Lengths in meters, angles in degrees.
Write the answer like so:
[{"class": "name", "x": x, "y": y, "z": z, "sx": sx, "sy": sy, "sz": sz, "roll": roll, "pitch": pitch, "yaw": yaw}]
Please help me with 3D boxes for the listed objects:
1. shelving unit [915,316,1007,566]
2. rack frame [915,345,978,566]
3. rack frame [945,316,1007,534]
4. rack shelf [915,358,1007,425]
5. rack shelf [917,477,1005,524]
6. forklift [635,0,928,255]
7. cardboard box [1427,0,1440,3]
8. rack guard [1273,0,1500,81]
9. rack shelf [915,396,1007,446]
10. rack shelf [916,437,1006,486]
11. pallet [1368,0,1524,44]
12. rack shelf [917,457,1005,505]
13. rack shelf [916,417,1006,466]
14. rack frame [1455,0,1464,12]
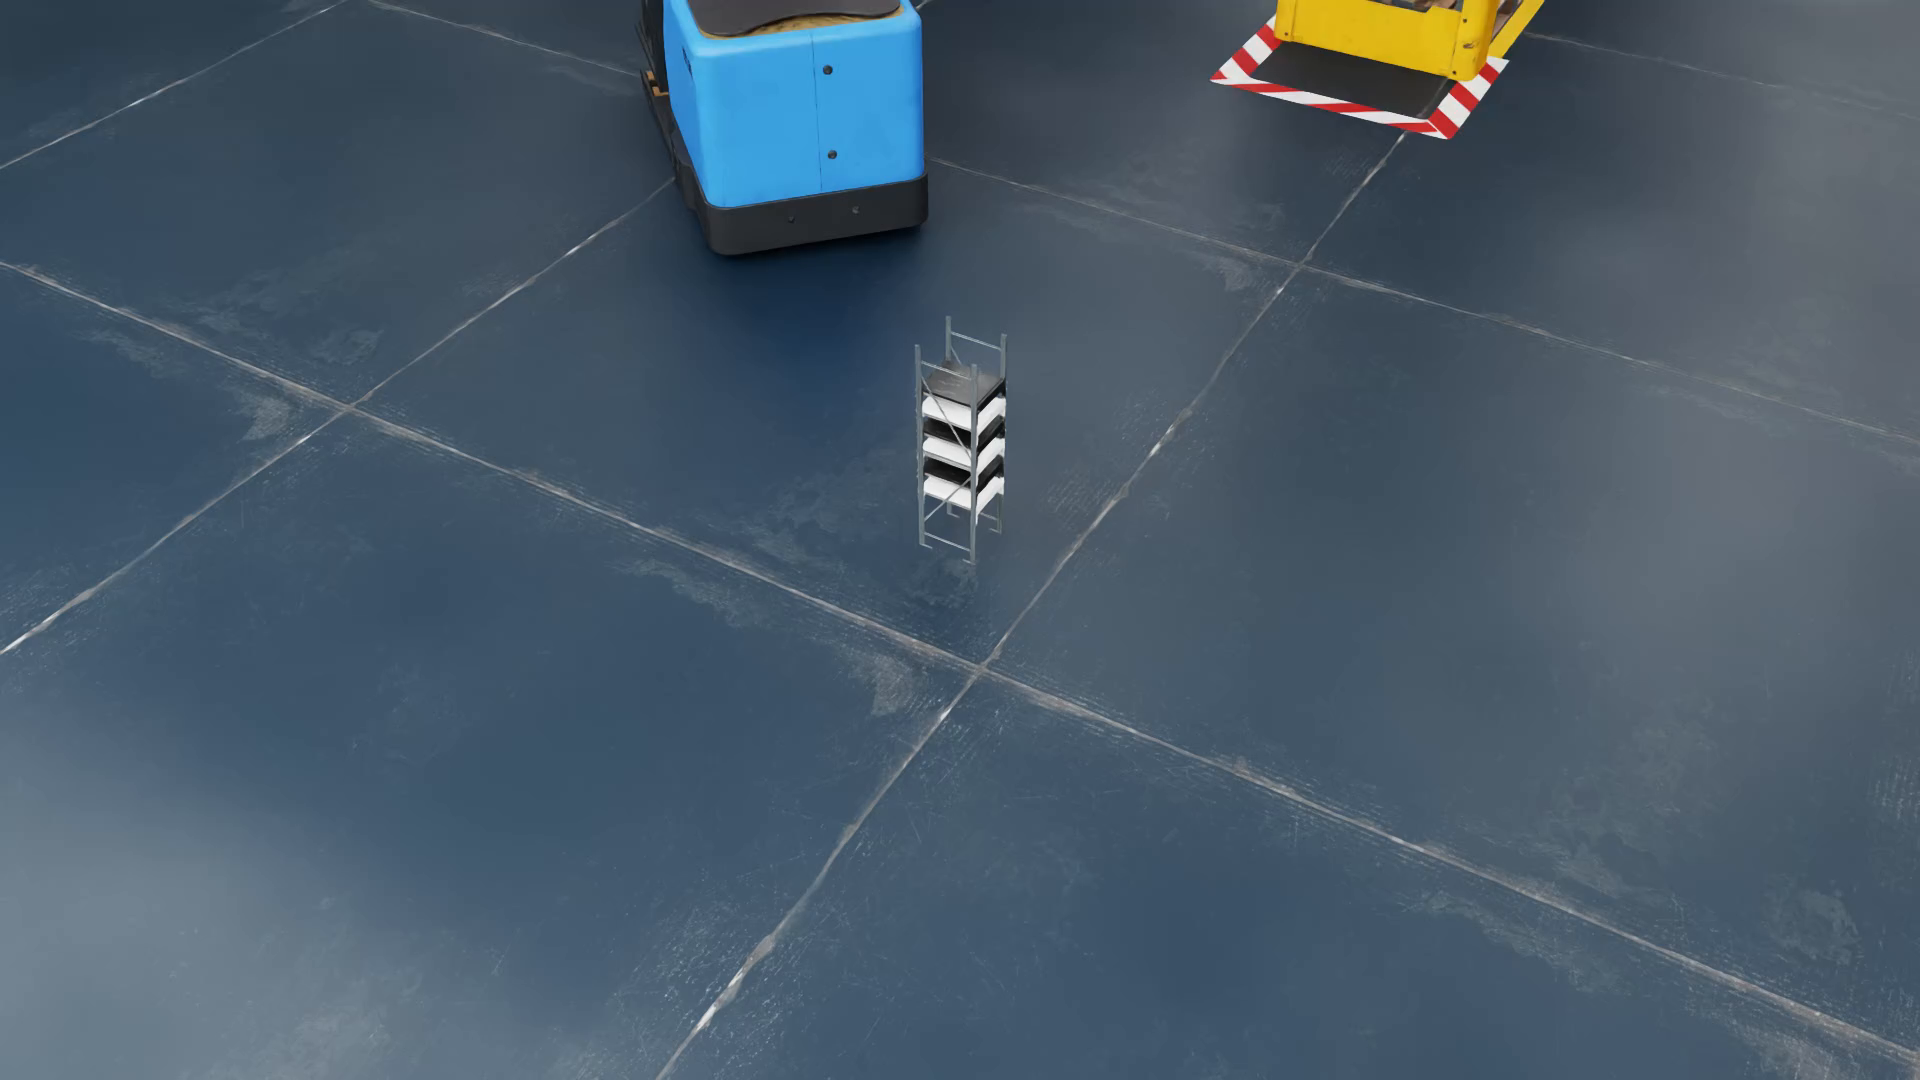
[{"class": "shelving unit", "x": 0.004, "y": -0.342, "z": 5.958, "sx": 0.258, "sy": 0.900, "sz": 0.210, "roll": 21, "pitch": 45, "yaw": 22}, {"class": "rack frame", "x": -0.047, "y": -0.284, "z": 5.892, "sx": 0.240, "sy": 0.900, "sz": 0.006, "roll": 21, "pitch": 45, "yaw": 22}, {"class": "rack frame", "x": 0.055, "y": -0.401, "z": 6.024, "sx": 0.240, "sy": 0.900, "sz": 0.006, "roll": 21, "pitch": 45, "yaw": 22}, {"class": "rack shelf", "x": 0.004, "y": -0.520, "z": 5.801, "sx": 0.258, "sy": 0.077, "sz": 0.200, "roll": 21, "pitch": 45, "yaw": 22}, {"class": "rack shelf", "x": 0.004, "y": -0.182, "z": 6.099, "sx": 0.258, "sy": 0.077, "sz": 0.200, "roll": 21, "pitch": 45, "yaw": 22}, {"class": "forklift", "x": -1.072, "y": -3.392, "z": 7.884, "sx": 1.130, "sy": 2.935, "sz": 3.031, "roll": -12, "pitch": 43, "yaw": -13}, {"class": "cardboard box", "x": 2.655, "y": -3.439, "z": 9.459, "sx": 0.500, "sy": 0.500, "sz": 0.500, "roll": 30, "pitch": 49, "yaw": 29}, {"class": "rack guard", "x": 2.366, "y": -2.973, "z": 9.248, "sx": 1.175, "sy": 0.500, "sz": 0.348, "roll": 21, "pitch": 45, "yaw": 22}, {"class": "rack shelf", "x": 0.004, "y": -0.452, "z": 5.861, "sx": 0.258, "sy": 0.077, "sz": 0.200, "roll": 21, "pitch": 45, "yaw": 22}, {"class": "rack shelf", "x": 0.004, "y": -0.317, "z": 5.980, "sx": 0.258, "sy": 0.077, "sz": 0.200, "roll": 21, "pitch": 45, "yaw": 22}, {"class": "pallet", "x": 2.803, "y": -3.318, "z": 9.858, "sx": 1.003, "sy": 0.211, "sz": 1.213, "roll": 21, "pitch": 45, "yaw": 22}, {"class": "rack shelf", "x": 0.004, "y": -0.250, "z": 6.039, "sx": 0.258, "sy": 0.077, "sz": 0.200, "roll": 21, "pitch": 45, "yaw": 22}, {"class": "rack shelf", "x": 0.004, "y": -0.385, "z": 5.920, "sx": 0.258, "sy": 0.077, "sz": 0.200, "roll": 21, "pitch": 45, "yaw": 22}, {"class": "rack frame", "x": 2.328, "y": -3.868, "z": 8.372, "sx": 1.000, "sy": 3.000, "sz": 0.127, "roll": 21, "pitch": 45, "yaw": 22}]
